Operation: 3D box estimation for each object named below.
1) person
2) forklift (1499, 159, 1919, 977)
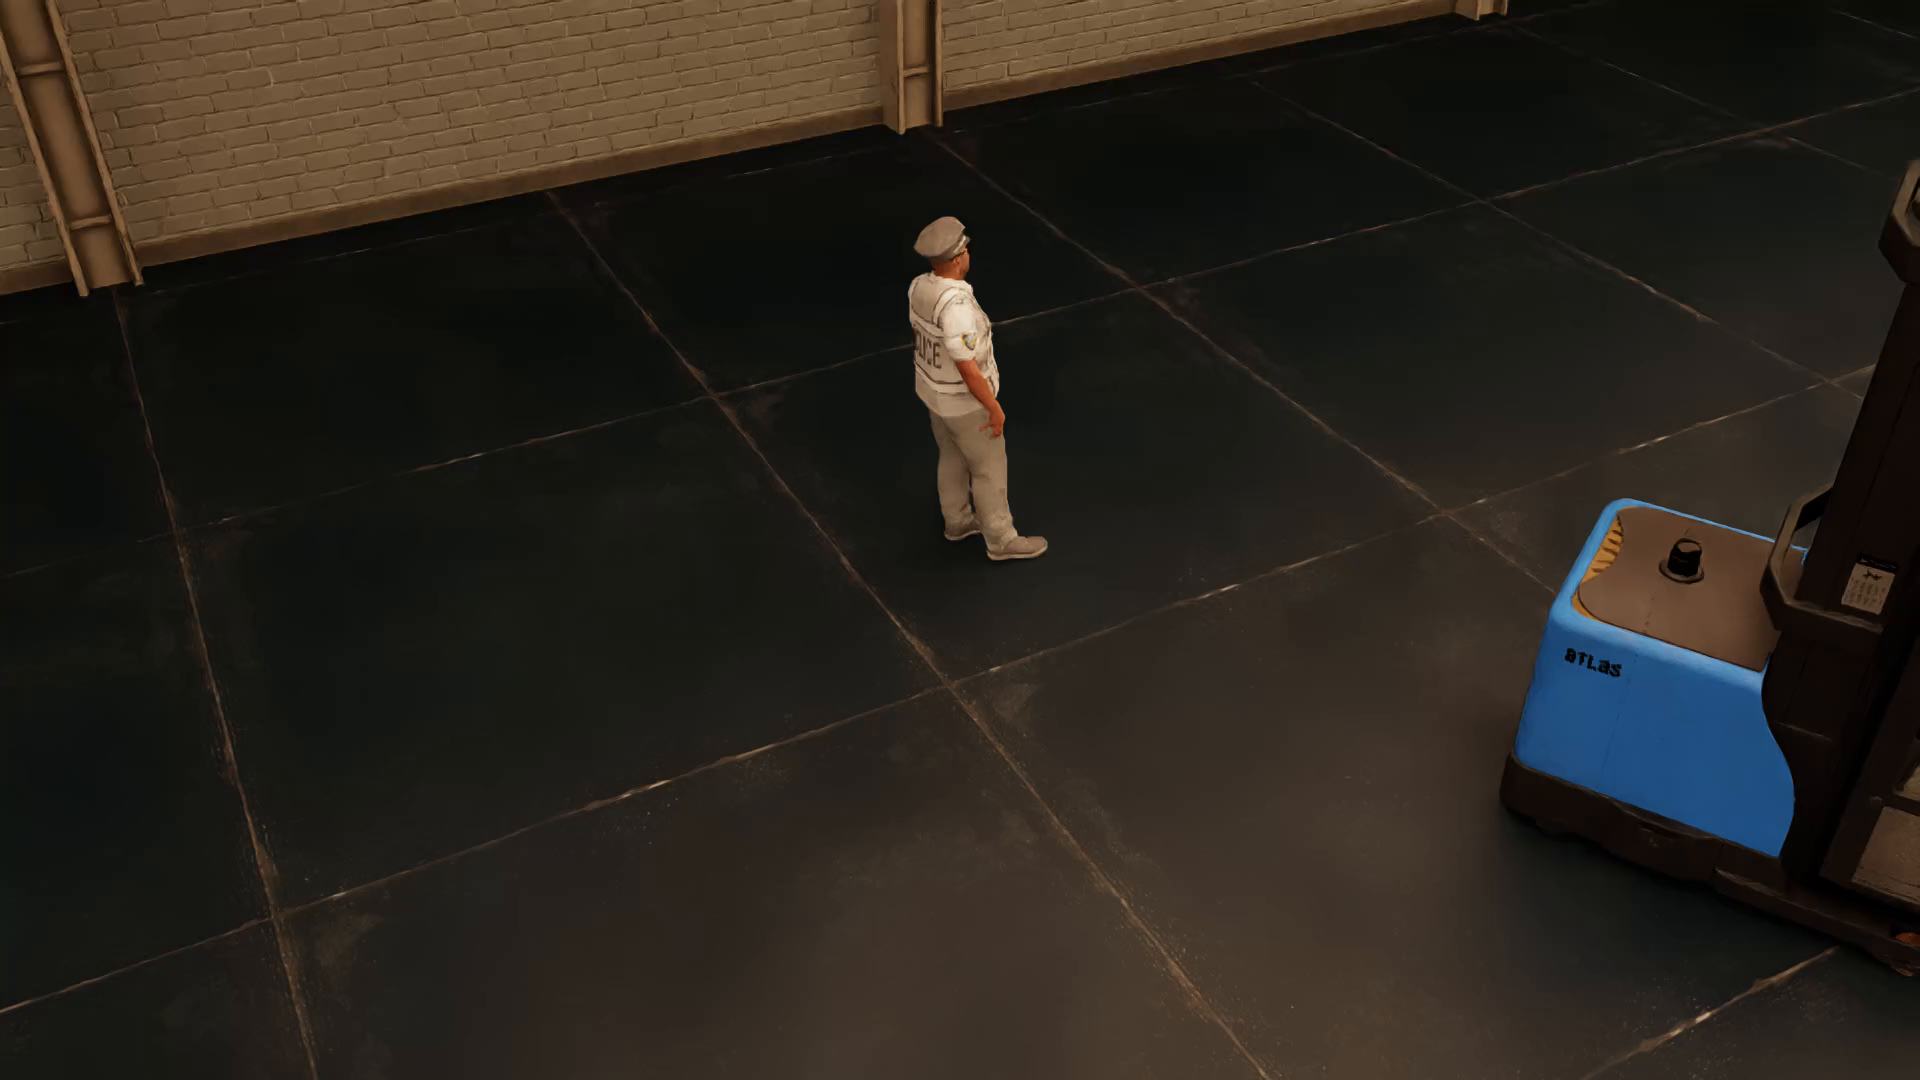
[{"bbox_3d":[0.074,-0.749,8.165,0.574,1.781,0.640,-17,39,-23],"label":"person"},{"bbox_3d":[3.799,0.167,5.887,3.031,2.935,1.130,20,40,26],"label":"forklift"}]
